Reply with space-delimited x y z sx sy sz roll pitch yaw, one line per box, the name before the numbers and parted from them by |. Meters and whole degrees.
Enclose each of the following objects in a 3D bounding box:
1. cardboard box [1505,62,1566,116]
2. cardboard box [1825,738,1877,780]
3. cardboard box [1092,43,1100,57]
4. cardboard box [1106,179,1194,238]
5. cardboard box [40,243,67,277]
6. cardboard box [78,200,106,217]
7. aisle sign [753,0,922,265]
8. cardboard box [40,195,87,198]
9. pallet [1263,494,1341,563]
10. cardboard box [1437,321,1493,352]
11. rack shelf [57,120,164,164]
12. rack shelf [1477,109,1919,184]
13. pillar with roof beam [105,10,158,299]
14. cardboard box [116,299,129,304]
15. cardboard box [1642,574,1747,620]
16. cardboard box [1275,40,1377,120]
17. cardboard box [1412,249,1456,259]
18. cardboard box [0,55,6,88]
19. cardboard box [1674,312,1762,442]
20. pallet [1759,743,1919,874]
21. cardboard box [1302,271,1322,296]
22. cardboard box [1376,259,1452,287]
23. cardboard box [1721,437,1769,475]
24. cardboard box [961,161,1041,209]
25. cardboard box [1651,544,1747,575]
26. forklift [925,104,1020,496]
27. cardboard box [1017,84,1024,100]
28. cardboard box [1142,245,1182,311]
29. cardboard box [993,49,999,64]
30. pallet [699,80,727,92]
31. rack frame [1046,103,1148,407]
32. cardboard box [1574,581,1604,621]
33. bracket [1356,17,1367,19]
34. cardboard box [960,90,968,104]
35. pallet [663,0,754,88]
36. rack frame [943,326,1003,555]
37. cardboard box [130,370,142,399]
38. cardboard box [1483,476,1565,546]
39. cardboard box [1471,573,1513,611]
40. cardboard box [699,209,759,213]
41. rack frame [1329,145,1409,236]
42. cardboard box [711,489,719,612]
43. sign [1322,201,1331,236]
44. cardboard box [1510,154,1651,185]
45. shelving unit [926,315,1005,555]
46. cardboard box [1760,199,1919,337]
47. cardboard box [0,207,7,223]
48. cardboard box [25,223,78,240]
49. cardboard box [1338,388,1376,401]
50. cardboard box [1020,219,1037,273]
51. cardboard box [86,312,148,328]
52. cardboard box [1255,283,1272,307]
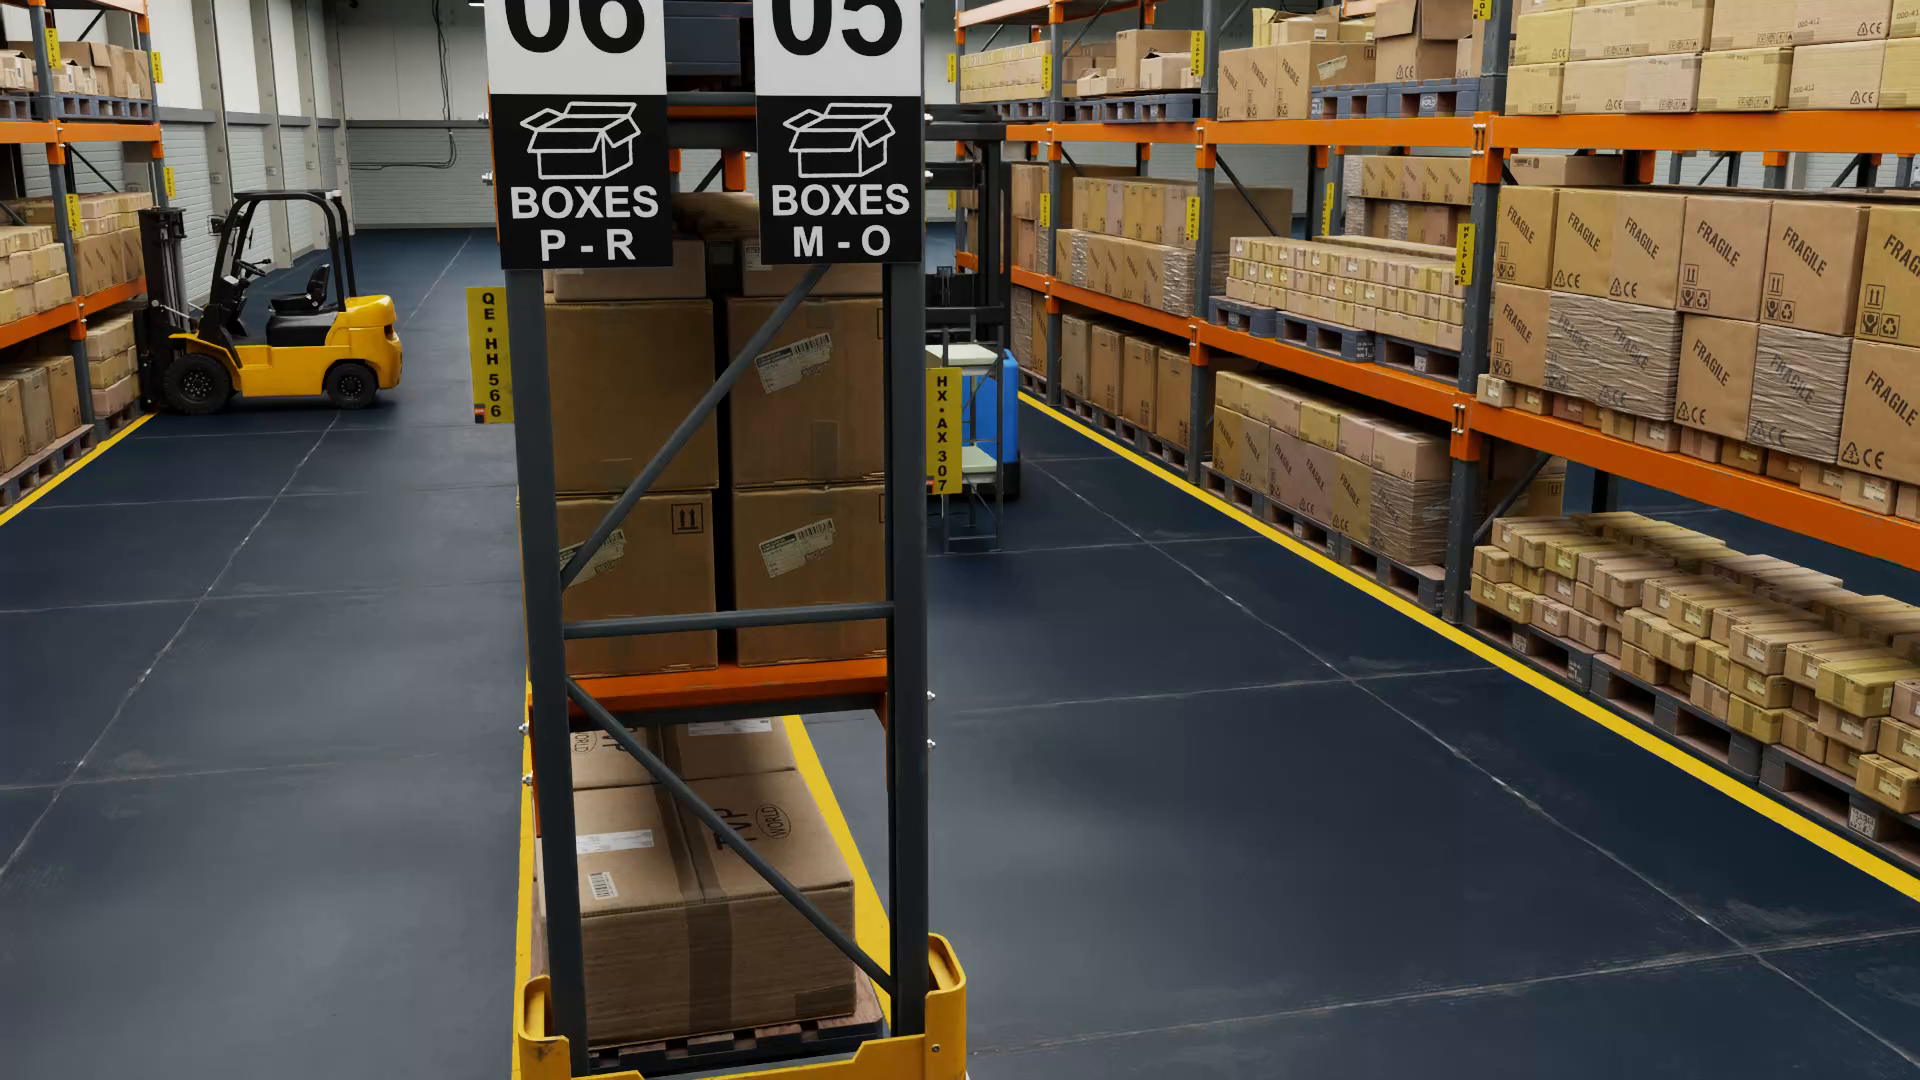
cardboard box | 3.116 -2.274 8.409 0.500 0.250 0.500 -3 14 -10
cardboard box | 3.740 0.863 6.695 0.380 0.149 0.250 -3 14 -13
cardboard box | 1.569 -4.993 16.979 0.380 0.149 0.250 -3 14 -14
cardboard box | 1.748 -3.041 15.238 0.700 0.500 0.500 -3 14 -13
cardboard box | -7.863 -2.351 13.991 0.500 0.250 0.500 -4 14 -14
cardboard box | -8.279 -3.115 15.653 0.380 0.149 0.250 -4 14 -14
aisle sign | -0.286 -1.051 3.933 0.394 0.787 0.004 -3 14 -13
cardboard box | -9.147 -3.441 16.987 0.380 0.149 0.250 -3 14 -13
pallet | 2.789 -0.118 11.465 1.003 0.211 1.213 -3 14 -13
cardboard box | 2.978 -1.174 9.555 0.380 0.149 0.250 -4 14 -14
rack shelf | -8.697 -3.849 16.056 1.077 0.370 4.000 -3 14 -13
rack shelf | 3.733 -1.657 7.086 1.077 0.370 4.000 -3 14 -13
pillar with roof beam | -7.104 -7.530 23.288 9.100 9.000 0.400 -3 14 -13
cardboard box | -9.238 -2.435 17.876 0.500 0.250 0.500 -4 14 -14
cardboard box | 3.466 0.275 7.851 0.380 0.149 0.250 -4 14 -16
cardboard box | 2.447 -3.063 11.113 0.500 0.500 0.500 -3 14 -13
cardboard box | 3.247 -1.859 11.106 0.380 0.149 0.250 -3 14 -11
cardboard box | -7.640 -3.616 12.678 0.500 0.311 0.500 -4 14 -15
cardboard box | 3.496 -0.722 7.224 0.500 0.500 0.500 -3 14 -10
pallet | 4.029 1.059 6.646 1.003 0.211 1.213 -3 14 -13
cardboard box | 2.546 -1.741 11.249 0.380 0.149 0.250 -3 14 -14
cardboard box | 2.795 -1.646 10.235 0.380 0.149 0.250 -3 14 -13
cardboard box | 3.557 -0.388 7.224 0.380 0.149 0.250 -3 14 -12
cardboard box | 0.495 -4.289 20.071 0.875 0.550 0.550 -3 14 -13
cardboard box | 3.749 0.126 8.458 0.380 0.149 0.250 -3 14 -11
forklift | -0.144 -2.053 13.656 1.130 2.935 3.031 -1 14 -3
cardboard box | 0.807 -4.687 17.405 0.380 0.149 0.250 -3 14 -13
cardboard box | 1.842 -2.186 13.845 0.500 0.500 0.500 -3 14 -13
cardboard box | 0.572 -5.307 18.264 0.380 0.149 0.250 -3 14 -12
pallet | -1.342 -1.936 6.900 1.003 0.211 1.213 -3 14 -13
rack frame | 1.385 -2.857 16.799 1.000 3.000 0.127 -3 14 -13
cardboard box | 3.337 0.297 8.387 0.380 0.149 0.250 -4 14 -16
bracket | 12.834 -16.818 53.718 0.076 0.066 3.189 -3 14 -13
cardboard box | 0.214 -5.270 19.791 0.380 0.149 0.250 -3 14 -13
pallet | -0.769 -1.374 4.596 1.003 0.211 1.213 -3 14 -13
rack frame | 0.084 -0.646 10.910 0.400 1.500 0.023 -3 14 -13
cardboard box | -8.289 -1.512 16.205 0.500 0.250 0.500 -3 14 -12
cardboard box | 3.348 -0.186 10.250 0.500 0.500 0.500 -3 14 -11
cardboard box | 3.037 0.272 9.116 0.380 0.149 0.250 -4 14 -16
cardboard box | -0.722 -1.096 5.908 0.380 0.149 0.250 -4 14 -15
rack frame | 5.290 -4.032 21.612 1.000 3.000 0.127 -3 14 -13
cardboard box | -0.564 -0.079 5.221 0.500 0.500 0.500 -3 14 -14
sign | 2.849 -2.490 13.027 0.100 0.325 0.005 -3 14 -13
cardboard box | 6.280 -3.414 16.932 1.000 1.000 1.000 -3 14 -13
shelving unit | -0.002 -0.730 11.255 0.431 1.500 0.755 -3 14 -13
cardboard box | 3.604 -1.095 6.645 0.500 0.500 0.500 -3 14 -10
cardboard box | -8.596 -2.845 14.547 0.380 0.149 0.250 -3 14 -13
cardboard box | -8.046 -2.732 14.710 0.380 0.149 0.250 -4 14 -14
cardboard box | 2.973 -0.911 11.636 0.500 0.250 0.500 -3 14 -12
cardboard box | 1.135 -3.139 17.641 0.875 0.550 0.550 -3 14 -13
cardboard box | -8.390 -2.117 16.574 0.500 0.250 0.500 -4 14 -14
cardboard box | 2.360 -1.777 12.025 0.380 0.149 0.250 -3 14 -10
